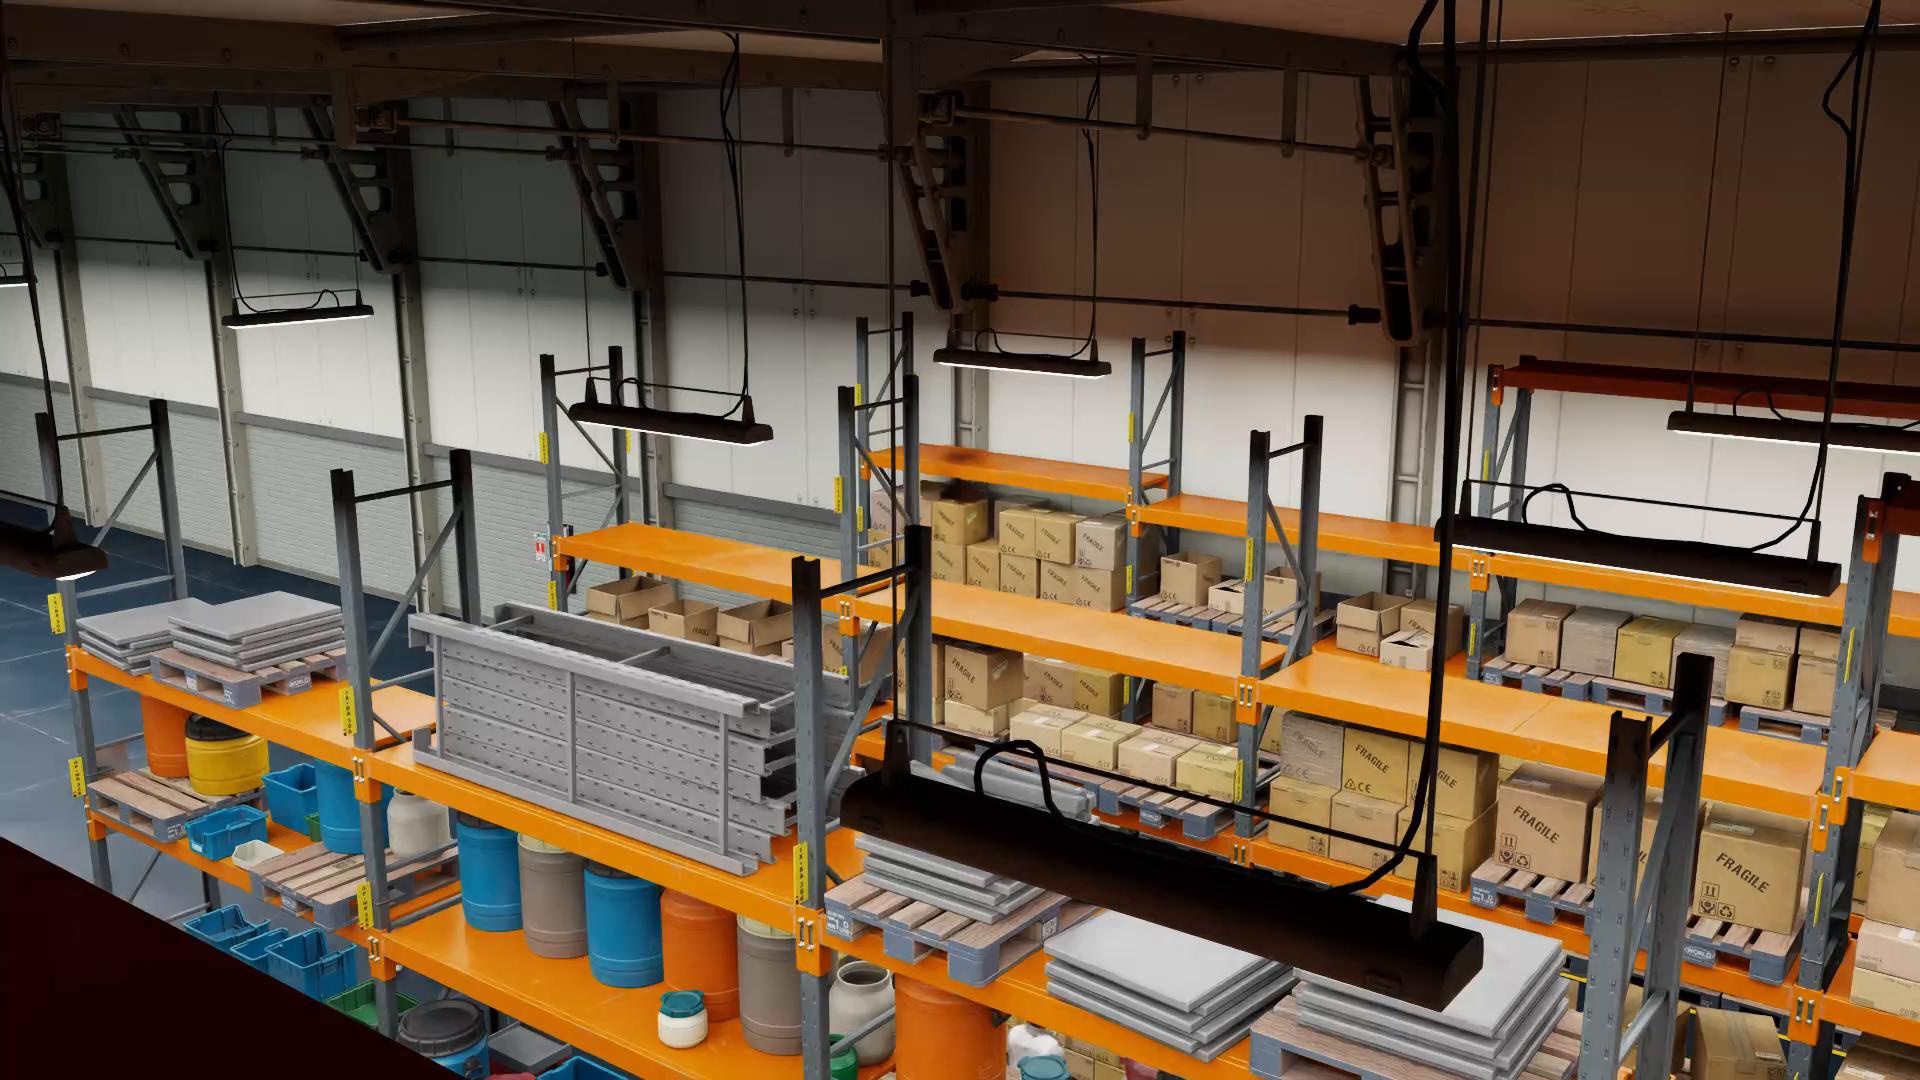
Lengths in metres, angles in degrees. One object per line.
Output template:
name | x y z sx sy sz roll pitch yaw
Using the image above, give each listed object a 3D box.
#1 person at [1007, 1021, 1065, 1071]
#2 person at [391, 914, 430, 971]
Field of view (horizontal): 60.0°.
person | 0.593 4.296 12.783 0.544 1.784 0.402 12 17 41
person | -5.509 3.463 16.602 0.487 1.679 0.394 -7 15 -28
